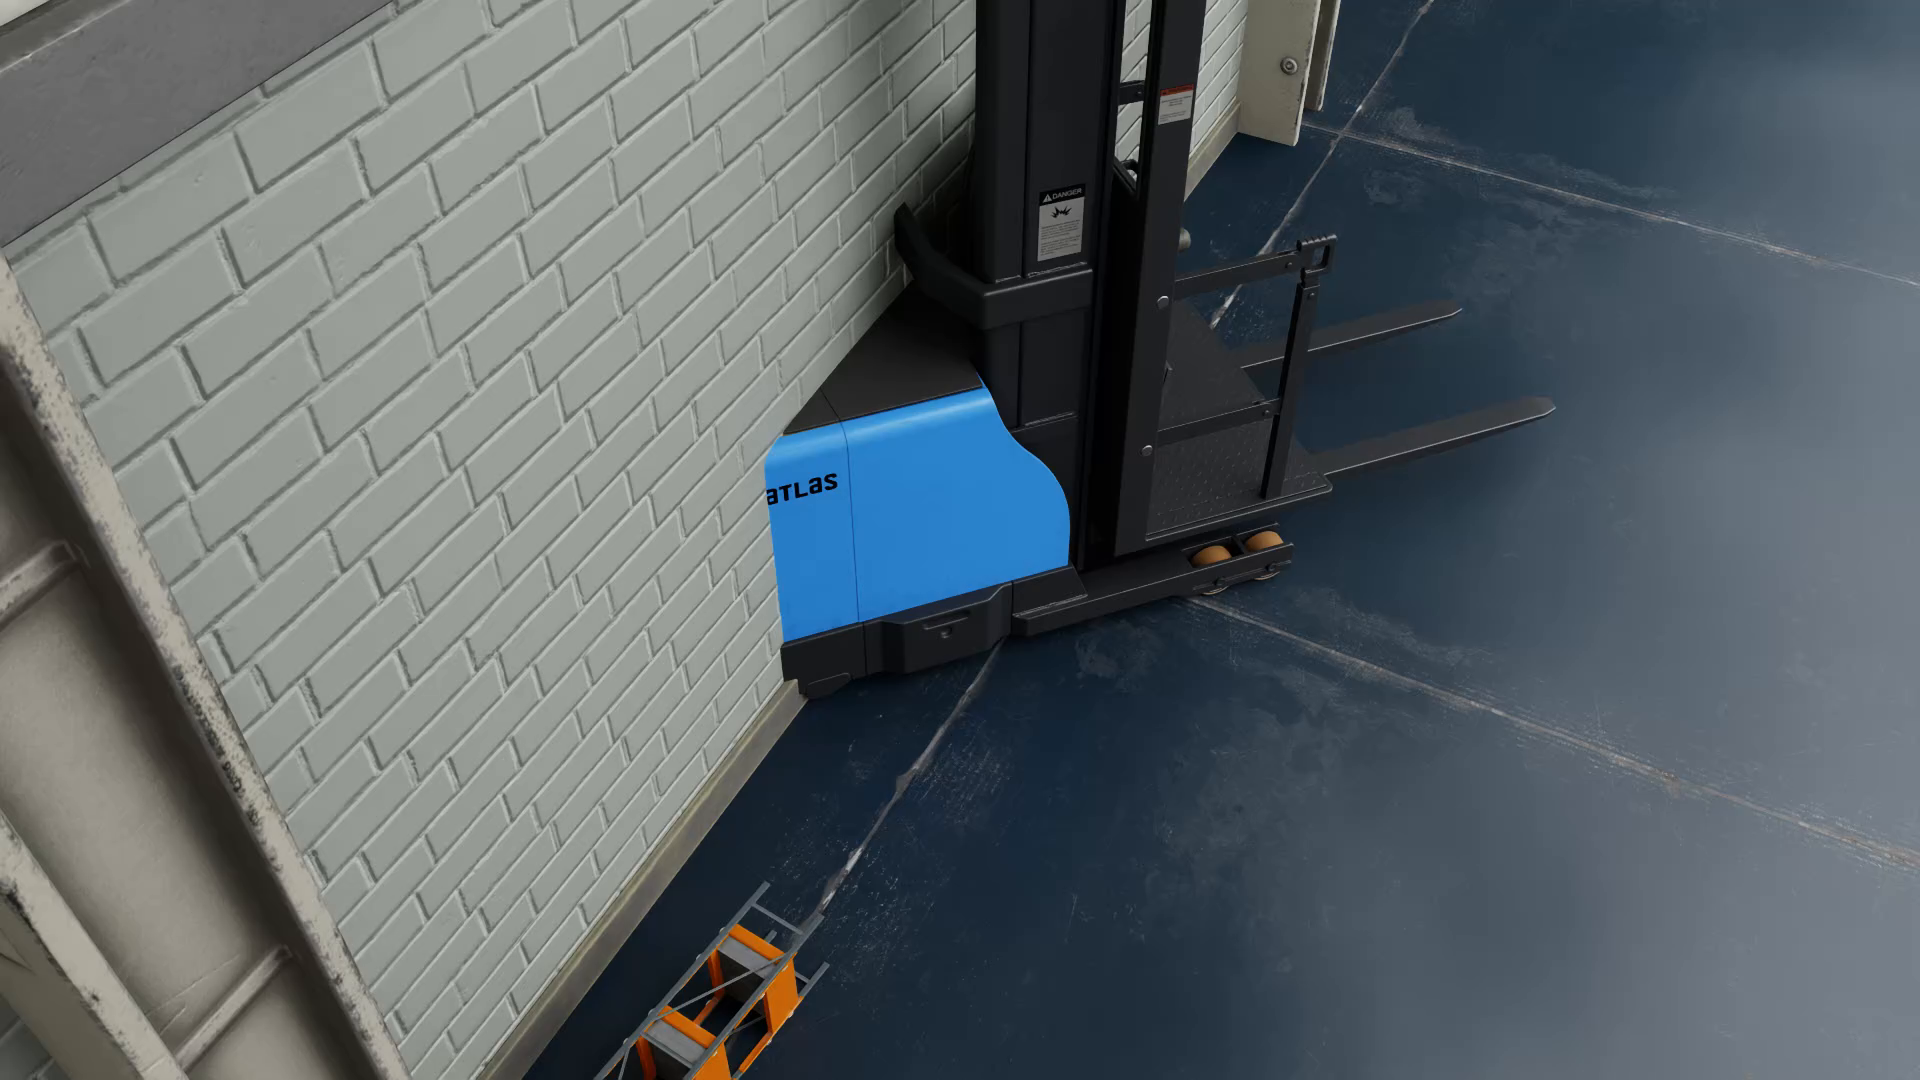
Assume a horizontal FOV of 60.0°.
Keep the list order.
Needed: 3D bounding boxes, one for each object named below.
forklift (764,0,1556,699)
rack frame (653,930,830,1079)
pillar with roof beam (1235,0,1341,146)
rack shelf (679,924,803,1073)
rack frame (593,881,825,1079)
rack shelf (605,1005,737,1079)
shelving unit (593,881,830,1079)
[{"bbox_3d":[0.584,-1.186,4.862,3.031,2.935,1.130,-15,47,-14],"label":"forklift"},{"bbox_3d":[-0.732,1.444,4.313,0.200,0.008,1.050,25,50,23],"label":"rack frame"},{"bbox_3d":[5.275,-3.694,3.074,9.100,9.000,0.400,20,49,19],"label":"pillar with roof beam"},{"bbox_3d":[-0.581,1.196,4.386,0.215,0.240,0.259,25,50,23],"label":"rack shelf"},{"bbox_3d":[-0.732,1.273,4.139,0.200,0.008,1.050,25,50,23],"label":"rack frame"},{"bbox_3d":[-0.737,1.365,4.220,0.215,0.240,0.259,25,50,23],"label":"rack shelf"},{"bbox_3d":[-0.732,1.358,4.226,0.215,0.252,1.050,25,50,23],"label":"shelving unit"}]
